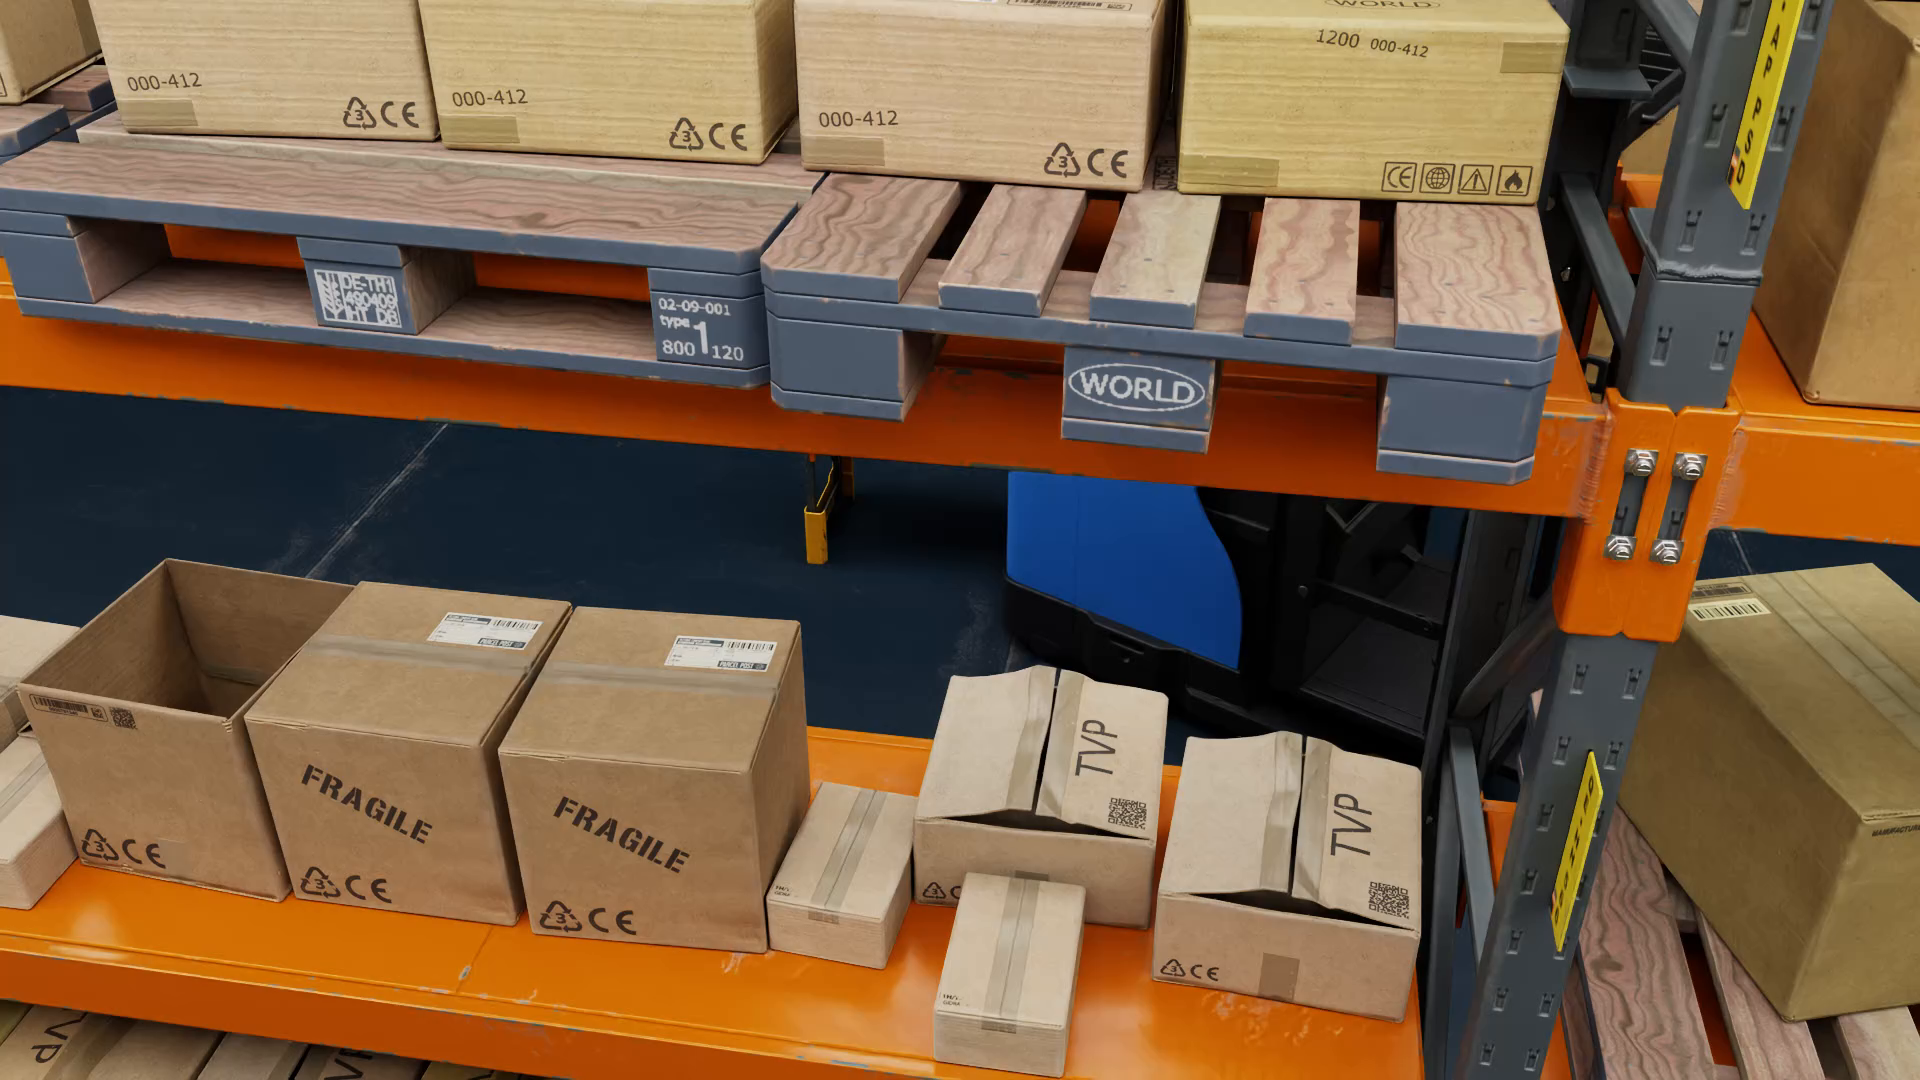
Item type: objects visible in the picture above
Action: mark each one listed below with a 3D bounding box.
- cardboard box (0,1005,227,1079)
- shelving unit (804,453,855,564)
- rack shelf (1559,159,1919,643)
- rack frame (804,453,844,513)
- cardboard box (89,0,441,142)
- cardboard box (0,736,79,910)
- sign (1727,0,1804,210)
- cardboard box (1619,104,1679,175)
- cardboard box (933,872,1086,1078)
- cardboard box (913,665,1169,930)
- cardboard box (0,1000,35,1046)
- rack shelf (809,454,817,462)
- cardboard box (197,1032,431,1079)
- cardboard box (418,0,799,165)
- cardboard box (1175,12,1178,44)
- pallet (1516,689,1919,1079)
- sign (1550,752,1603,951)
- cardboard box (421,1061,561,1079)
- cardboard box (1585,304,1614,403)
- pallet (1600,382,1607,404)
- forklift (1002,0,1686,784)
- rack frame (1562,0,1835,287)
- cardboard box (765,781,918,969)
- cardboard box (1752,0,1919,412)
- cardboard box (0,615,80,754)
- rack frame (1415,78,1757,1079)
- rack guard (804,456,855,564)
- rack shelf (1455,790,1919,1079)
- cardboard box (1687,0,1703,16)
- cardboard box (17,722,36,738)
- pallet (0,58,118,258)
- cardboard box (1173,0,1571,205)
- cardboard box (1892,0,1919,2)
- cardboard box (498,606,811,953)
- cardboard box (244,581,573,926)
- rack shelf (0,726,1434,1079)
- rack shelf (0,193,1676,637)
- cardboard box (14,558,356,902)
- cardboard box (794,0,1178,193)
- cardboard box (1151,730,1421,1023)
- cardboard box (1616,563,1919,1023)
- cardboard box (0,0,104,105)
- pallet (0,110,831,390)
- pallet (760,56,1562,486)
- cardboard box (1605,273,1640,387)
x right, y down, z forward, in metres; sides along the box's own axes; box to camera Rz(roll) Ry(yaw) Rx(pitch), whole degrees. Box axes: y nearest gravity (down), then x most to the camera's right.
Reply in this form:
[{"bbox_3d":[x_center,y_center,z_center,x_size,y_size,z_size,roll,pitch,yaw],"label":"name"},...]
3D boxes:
[{"bbox_3d":[-2.048,1.290,4.029,0.500,0.311,0.500,5,32,8],"label":"cardboard box"},{"bbox_3d":[-0.075,-0.643,6.863,1.083,1.500,0.587,5,32,8],"label":"shelving unit"},{"bbox_3d":[3.008,-0.105,2.442,4.000,0.370,1.077,5,32,8],"label":"rack shelf"},{"bbox_3d":[-0.585,-0.689,6.937,0.032,1.500,0.500,5,32,8],"label":"rack frame"},{"bbox_3d":[-1.032,-0.857,2.711,0.500,0.250,0.500,3,32,4],"label":"cardboard box"},{"bbox_3d":[-2.067,0.618,3.672,0.250,0.149,0.380,5,32,8],"label":"cardboard box"},{"bbox_3d":[0.935,-0.552,1.915,0.005,0.325,0.100,5,32,8],"label":"sign"},{"bbox_3d":[2.817,-1.856,6.995,0.500,0.500,0.500,6,33,10],"label":"cardboard box"},{"bbox_3d":[0.104,0.854,3.296,0.250,0.149,0.380,5,32,8],"label":"cardboard box"},{"bbox_3d":[0.188,0.540,3.645,0.500,0.311,0.500,5,32,8],"label":"cardboard box"},{"bbox_3d":[-2.541,1.243,4.104,0.500,0.311,0.500,5,32,8],"label":"cardboard box"},{"bbox_3d":[-0.084,-0.491,6.960,1.000,0.185,0.538,5,32,8],"label":"rack shelf"},{"bbox_3d":[-1.538,1.336,3.956,0.500,0.311,0.500,4,32,7],"label":"cardboard box"},{"bbox_3d":[-0.502,-0.808,2.633,0.500,0.250,0.500,5,32,7],"label":"cardboard box"},{"bbox_3d":[0.846,-2.210,7.444,0.500,0.500,0.700,2,32,4],"label":"cardboard box"},{"bbox_3d":[1.717,0.788,3.345,1.003,0.211,1.213,5,32,8],"label":"pallet"},{"bbox_3d":[0.947,0.483,2.560,0.005,0.325,0.100,5,32,8],"label":"sign"},{"bbox_3d":[-1.025,1.379,3.886,0.500,0.311,0.500,6,33,10],"label":"cardboard box"},{"bbox_3d":[2.569,-1.041,7.716,0.750,0.750,0.750,5,32,8],"label":"cardboard box"},{"bbox_3d":[2.631,-0.616,8.036,1.213,0.211,1.003,5,32,8],"label":"pallet"},{"bbox_3d":[1.655,-0.592,5.433,3.031,2.935,1.130,21,38,30],"label":"forklift"},{"bbox_3d":[1.037,-1.860,1.740,0.127,3.000,1.000,5,32,8],"label":"rack frame"},{"bbox_3d":[-0.230,0.705,3.533,0.250,0.149,0.380,8,33,12],"label":"cardboard box"},{"bbox_3d":[1.473,-0.610,2.475,0.500,0.500,0.910,5,32,8],"label":"cardboard box"},{"bbox_3d":[-2.413,0.411,3.908,0.500,0.250,0.500,7,33,11],"label":"cardboard box"},{"bbox_3d":[1.037,0.683,3.332,0.127,3.000,1.000,5,32,8],"label":"rack frame"},{"bbox_3d":[-0.566,-0.157,7.266,0.087,0.250,0.587,5,32,8],"label":"rack guard"},{"bbox_3d":[3.008,1.166,3.237,4.000,0.370,1.077,5,32,8],"label":"rack shelf"},{"bbox_3d":[2.801,-2.180,6.806,0.500,0.250,0.500,5,32,8],"label":"cardboard box"},{"bbox_3d":[-2.008,0.365,3.966,0.258,0.266,0.396,4,32,7],"label":"cardboard box"},{"bbox_3d":[-2.034,-0.793,3.042,1.217,0.209,0.805,4,32,6],"label":"pallet"},{"bbox_3d":[0.580,-0.714,2.482,0.500,0.250,0.500,3,32,5],"label":"cardboard box"},{"bbox_3d":[1.466,-1.013,2.177,0.500,0.500,0.500,5,32,8],"label":"cardboard box"},{"bbox_3d":[-0.620,0.499,3.531,0.500,0.500,0.500,3,32,6],"label":"cardboard box"},{"bbox_3d":[-1.139,0.452,3.606,0.500,0.500,0.500,5,32,8],"label":"cardboard box"},{"bbox_3d":[-0.935,0.809,3.808,4.000,0.370,1.077,5,32,8],"label":"rack shelf"},{"bbox_3d":[-0.935,-0.462,3.012,4.000,0.370,1.077,5,32,8],"label":"rack shelf"},{"bbox_3d":[-1.632,0.408,3.677,0.500,0.500,0.500,7,33,12],"label":"cardboard box"},{"bbox_3d":[0.060,-0.751,2.542,0.500,0.250,0.500,6,33,10],"label":"cardboard box"},{"bbox_3d":[0.686,0.665,3.444,0.500,0.311,0.500,7,33,11],"label":"cardboard box"},{"bbox_3d":[1.677,0.460,3.198,0.500,0.500,0.700,-5,32,-8],"label":"cardboard box"},{"bbox_3d":[-1.758,-0.952,2.863,0.500,0.250,0.500,2,32,3],"label":"cardboard box"},{"bbox_3d":[-0.750,-0.621,2.765,1.213,0.211,1.003,7,33,10],"label":"pallet"},{"bbox_3d":[0.353,-0.522,2.608,1.003,0.211,1.213,7,33,10],"label":"pallet"},{"bbox_3d":[3.432,-0.959,7.586,0.750,0.750,0.750,5,32,8],"label":"cardboard box"}]
